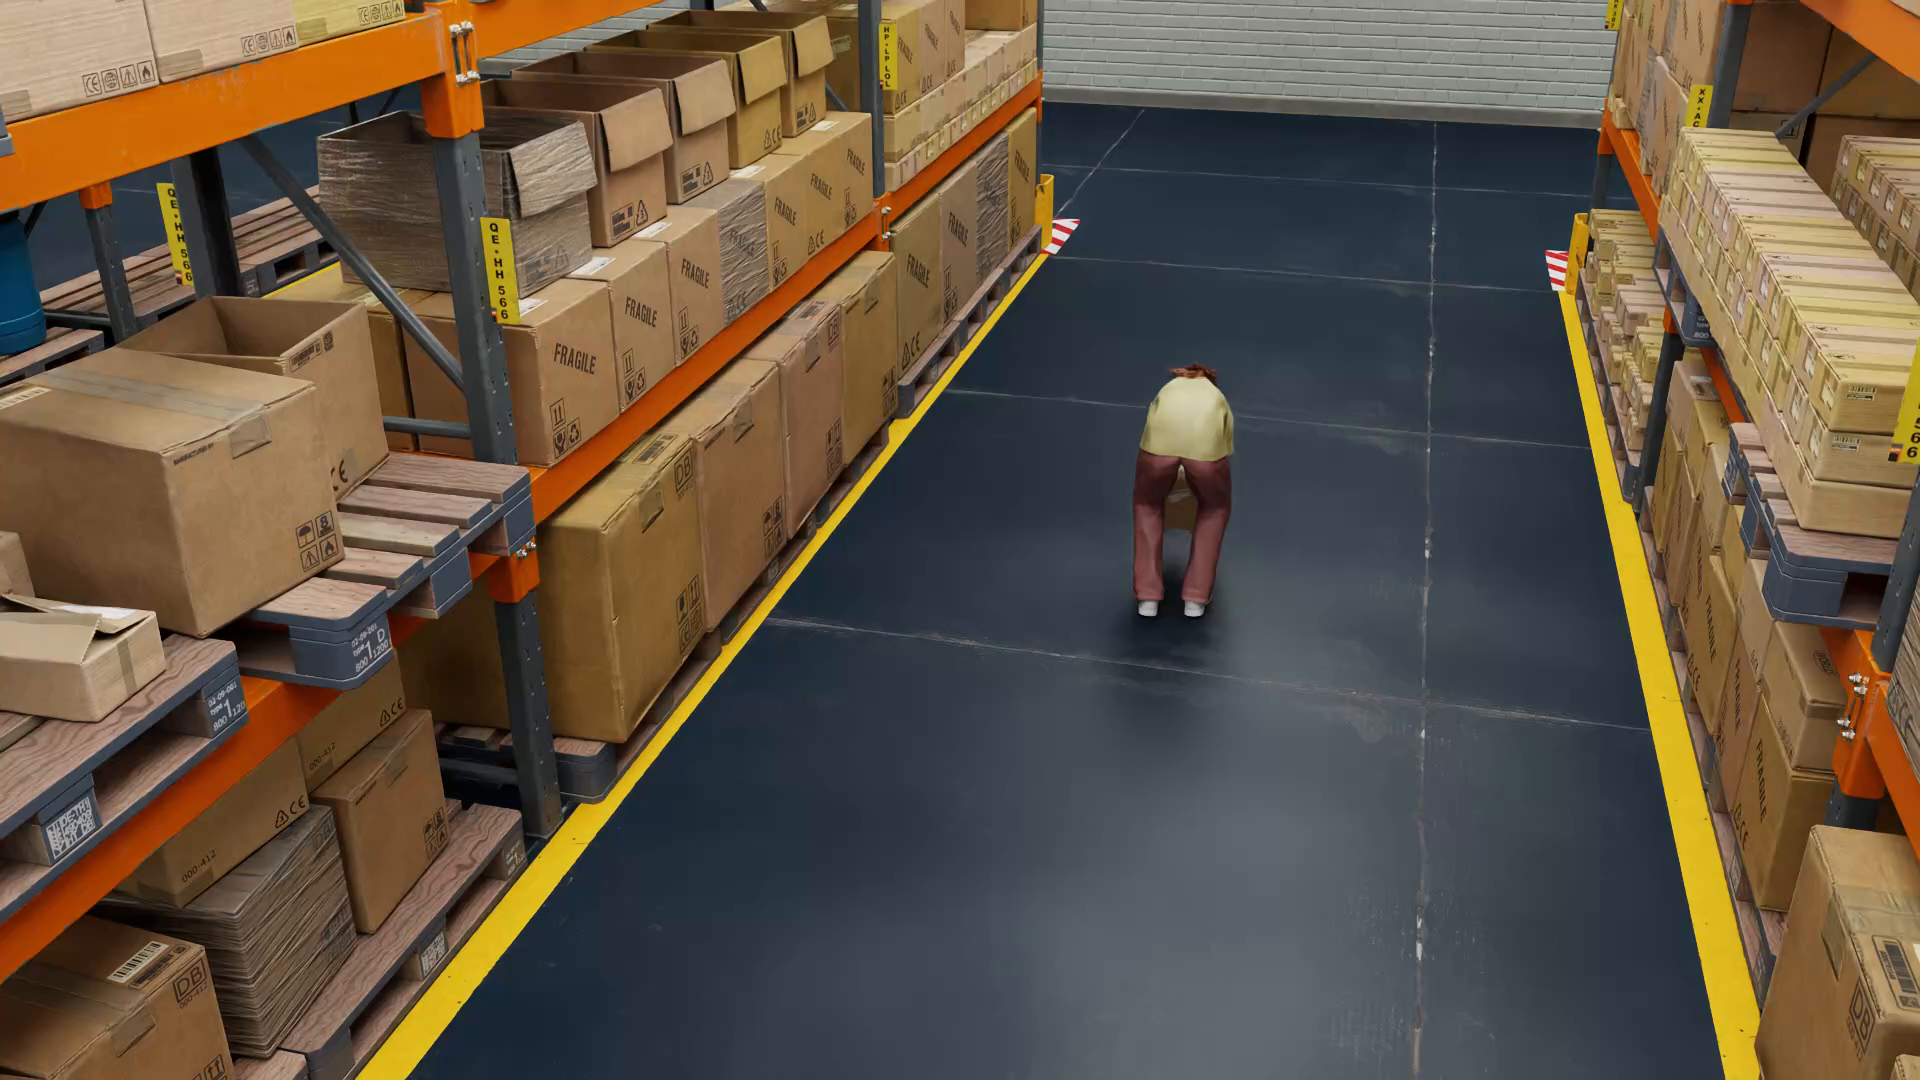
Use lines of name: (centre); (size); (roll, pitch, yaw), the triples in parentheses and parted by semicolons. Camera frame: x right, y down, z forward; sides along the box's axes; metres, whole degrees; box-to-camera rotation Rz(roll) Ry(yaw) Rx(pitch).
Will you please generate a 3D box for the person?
person: (0.997, -0.218, 7.400); (0.432, 0.963, 0.870); (5, 26, 11)
